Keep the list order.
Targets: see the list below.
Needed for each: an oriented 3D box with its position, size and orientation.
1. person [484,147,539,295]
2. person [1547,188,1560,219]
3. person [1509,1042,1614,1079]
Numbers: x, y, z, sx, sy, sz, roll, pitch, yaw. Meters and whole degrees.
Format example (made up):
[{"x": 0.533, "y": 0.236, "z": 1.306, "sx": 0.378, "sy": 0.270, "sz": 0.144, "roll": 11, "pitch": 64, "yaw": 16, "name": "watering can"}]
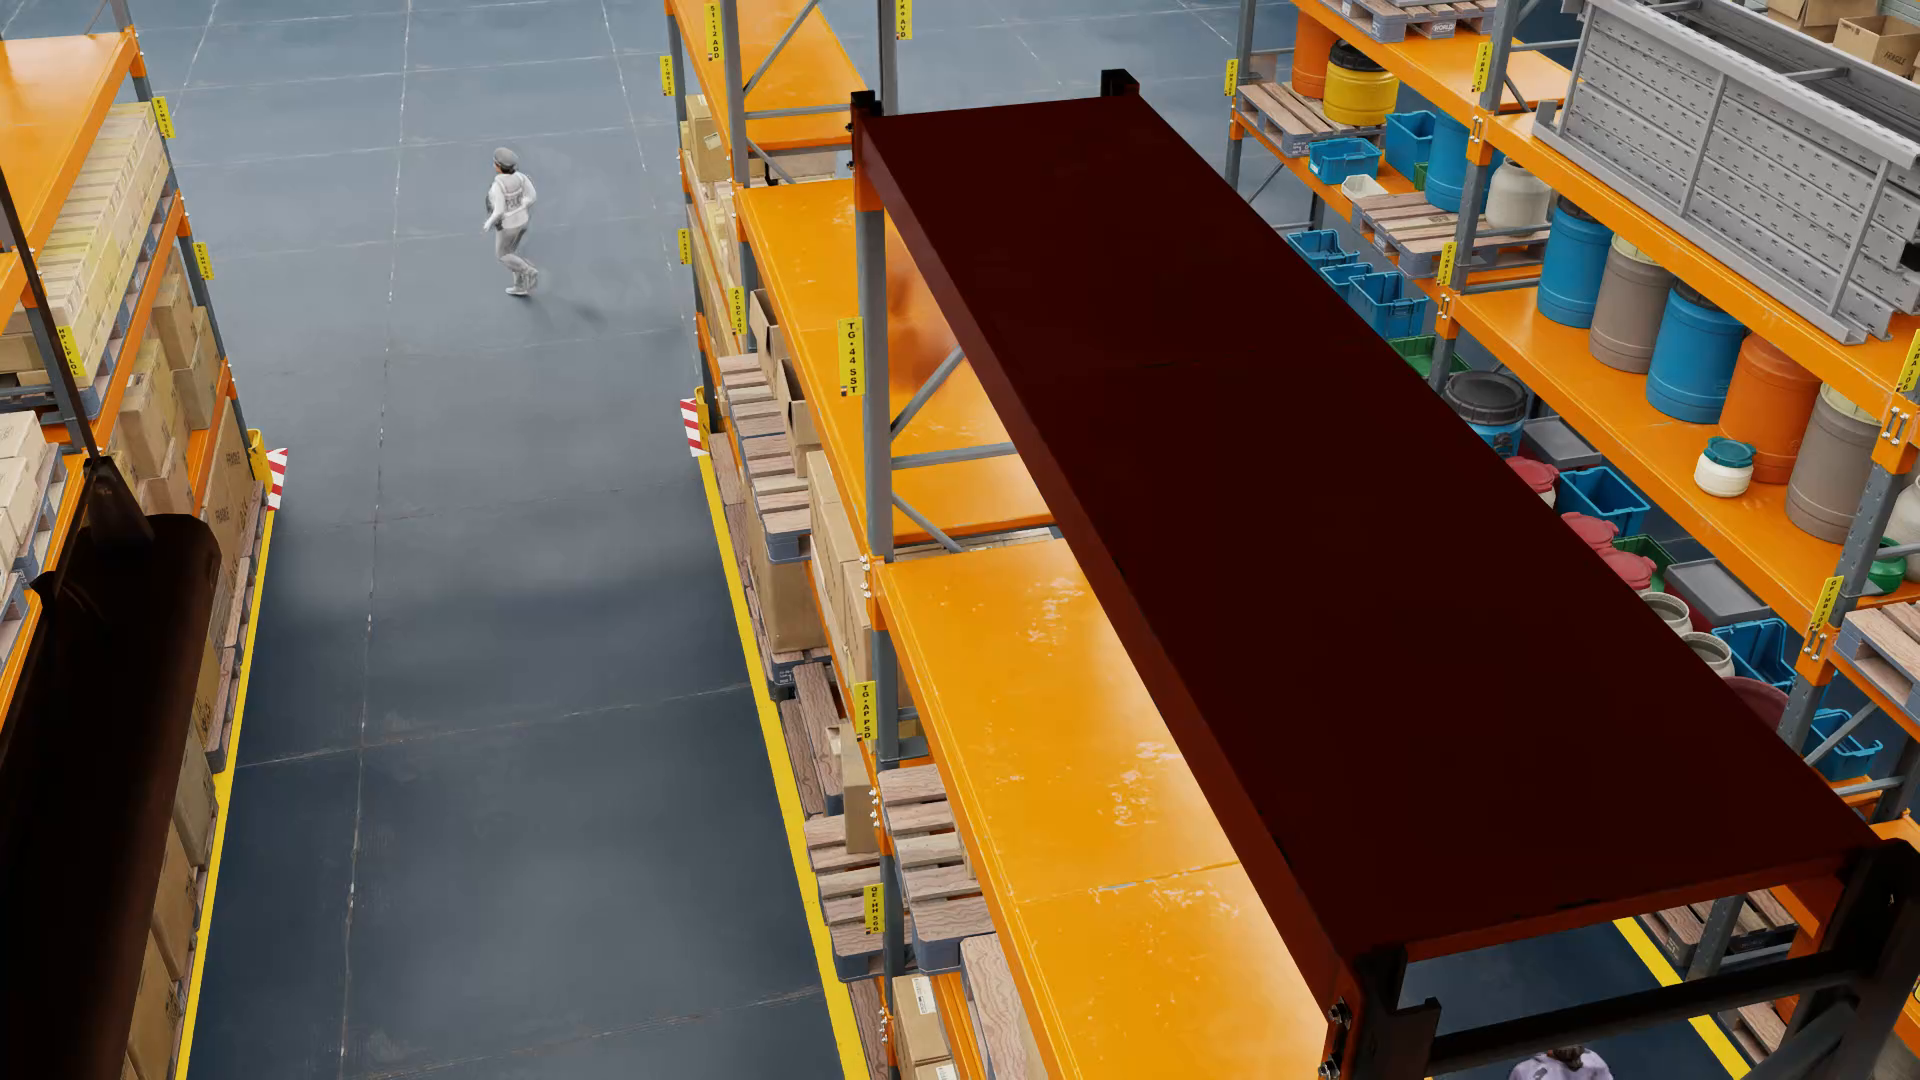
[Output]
[{"x": -4.668, "y": -3.313, "z": 17.487, "sx": 0.564, "sy": 1.663, "sz": 0.617, "roll": 18, "pitch": 38, "yaw": 24, "name": "person"}, {"x": 6.601, "y": -4.018, "z": 18.453, "sx": 0.747, "sy": 1.802, "sz": 0.677, "roll": 9, "pitch": 35, "yaw": 12, "name": "person"}, {"x": 2.856, "y": 2.909, "z": 8.275, "sx": 0.607, "sy": 1.541, "sz": 0.615, "roll": -17, "pitch": 38, "yaw": -23, "name": "person"}]
